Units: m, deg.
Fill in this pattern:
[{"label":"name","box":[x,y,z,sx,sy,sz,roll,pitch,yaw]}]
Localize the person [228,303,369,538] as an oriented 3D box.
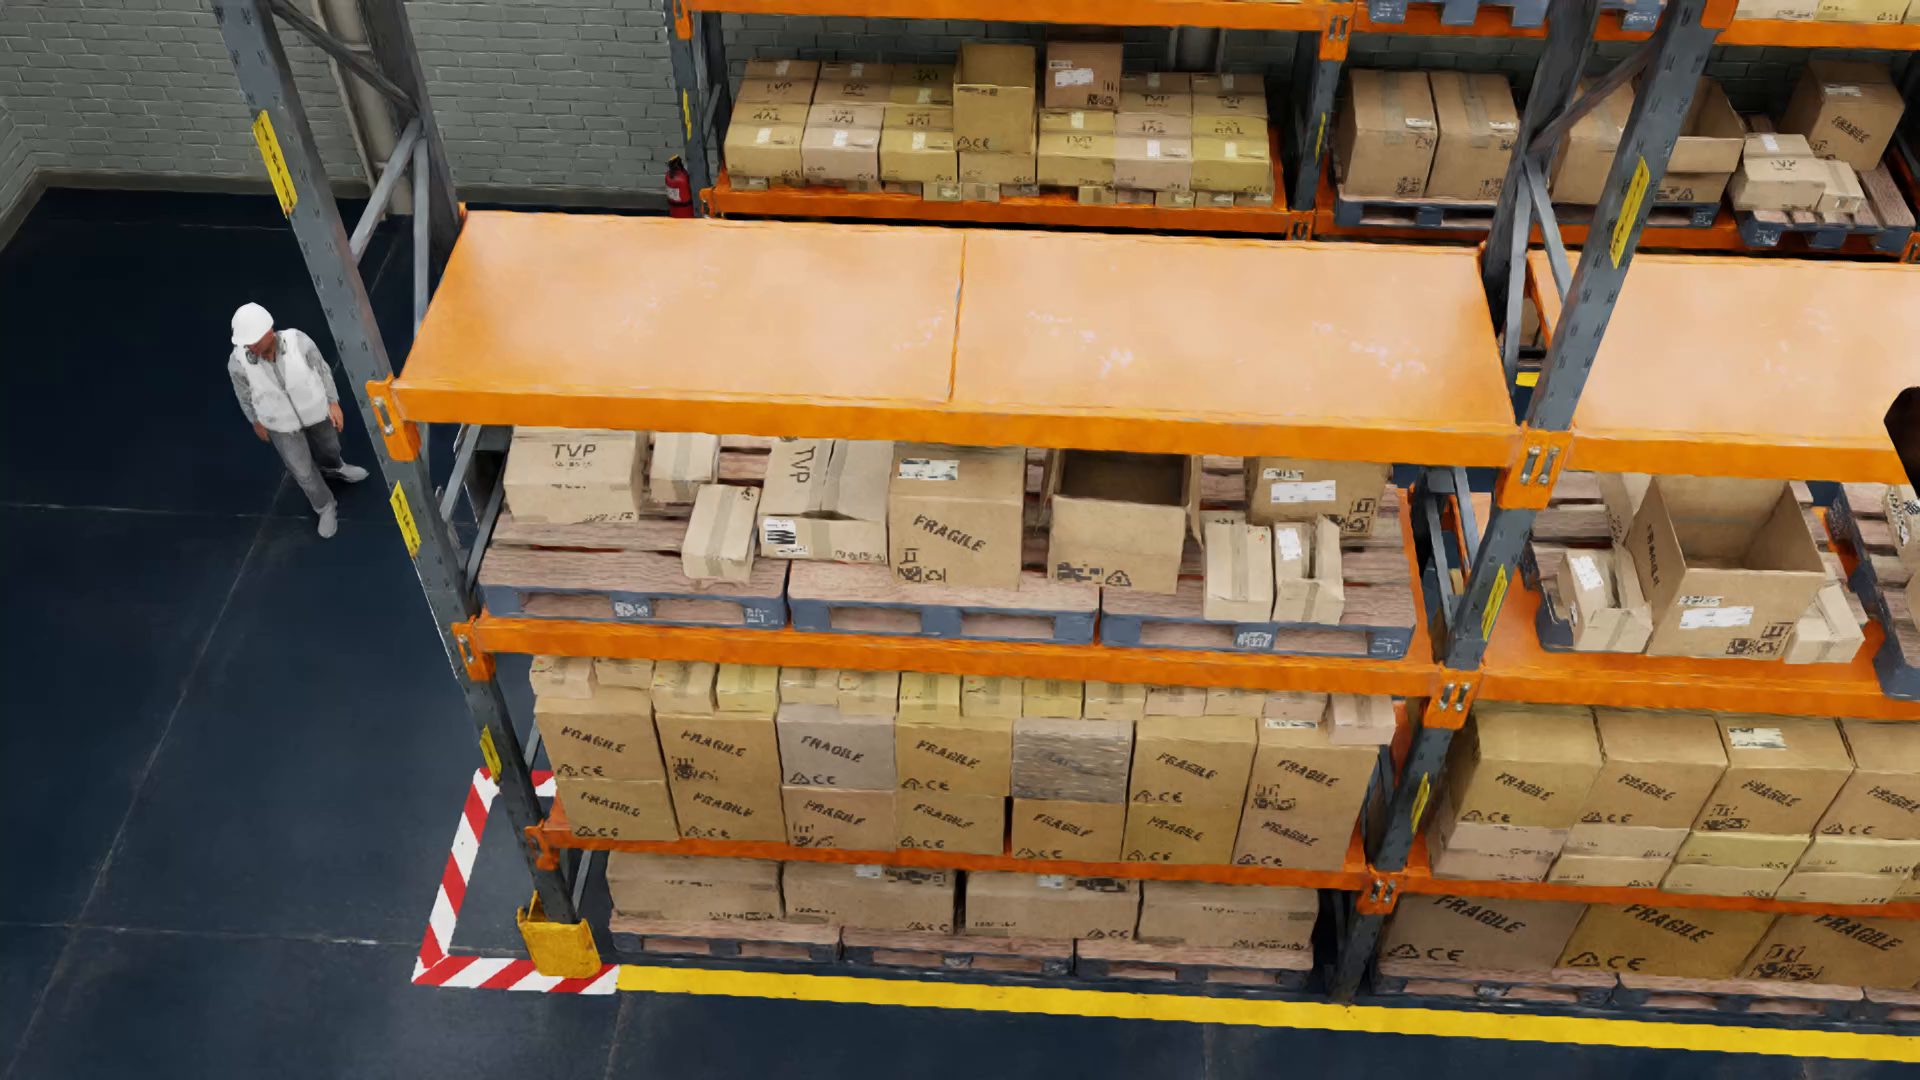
[{"label":"person","box":[-4.126,-0.821,10.308,0.569,1.769,0.611,-24,52,-20]}]
